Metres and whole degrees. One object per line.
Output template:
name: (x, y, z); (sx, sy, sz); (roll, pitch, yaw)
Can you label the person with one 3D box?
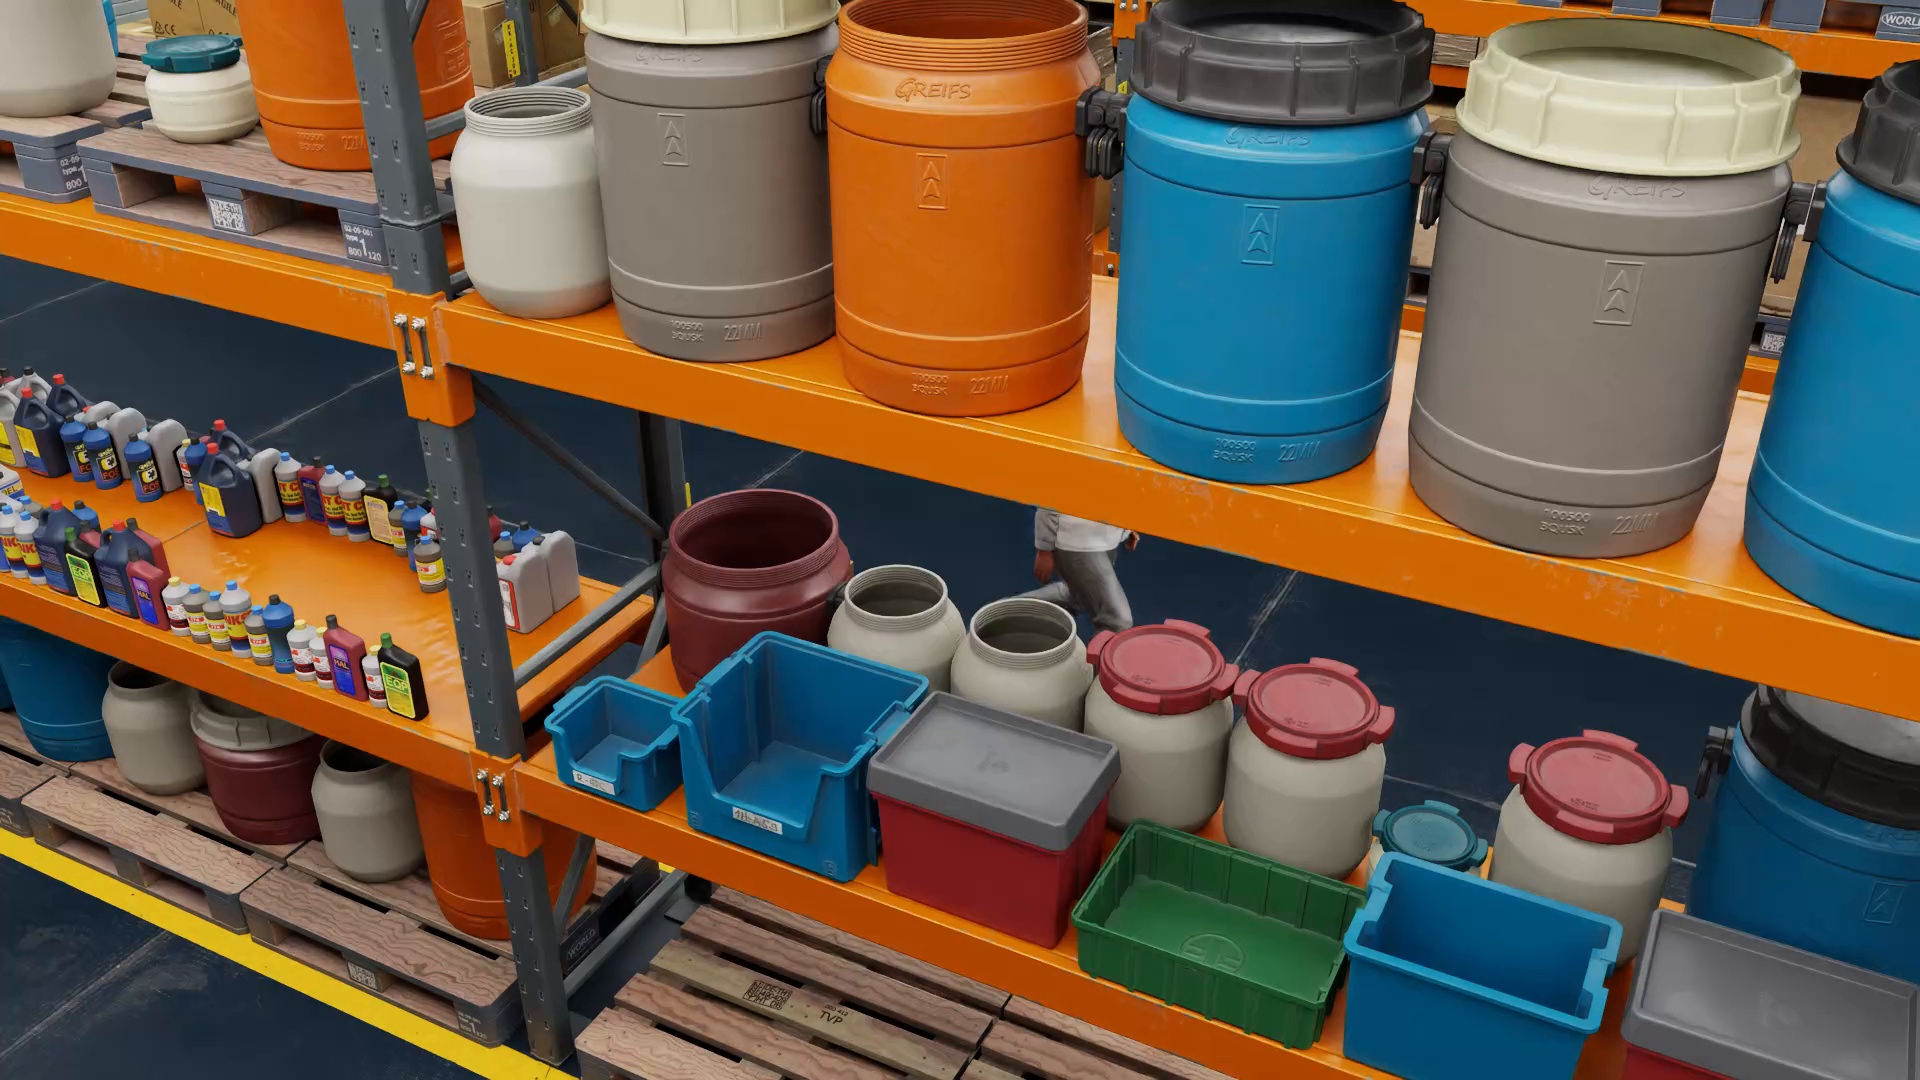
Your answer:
person: (0.523, -0.057, 7.207); (0.960, 1.741, 0.540); (18, 34, 28)
